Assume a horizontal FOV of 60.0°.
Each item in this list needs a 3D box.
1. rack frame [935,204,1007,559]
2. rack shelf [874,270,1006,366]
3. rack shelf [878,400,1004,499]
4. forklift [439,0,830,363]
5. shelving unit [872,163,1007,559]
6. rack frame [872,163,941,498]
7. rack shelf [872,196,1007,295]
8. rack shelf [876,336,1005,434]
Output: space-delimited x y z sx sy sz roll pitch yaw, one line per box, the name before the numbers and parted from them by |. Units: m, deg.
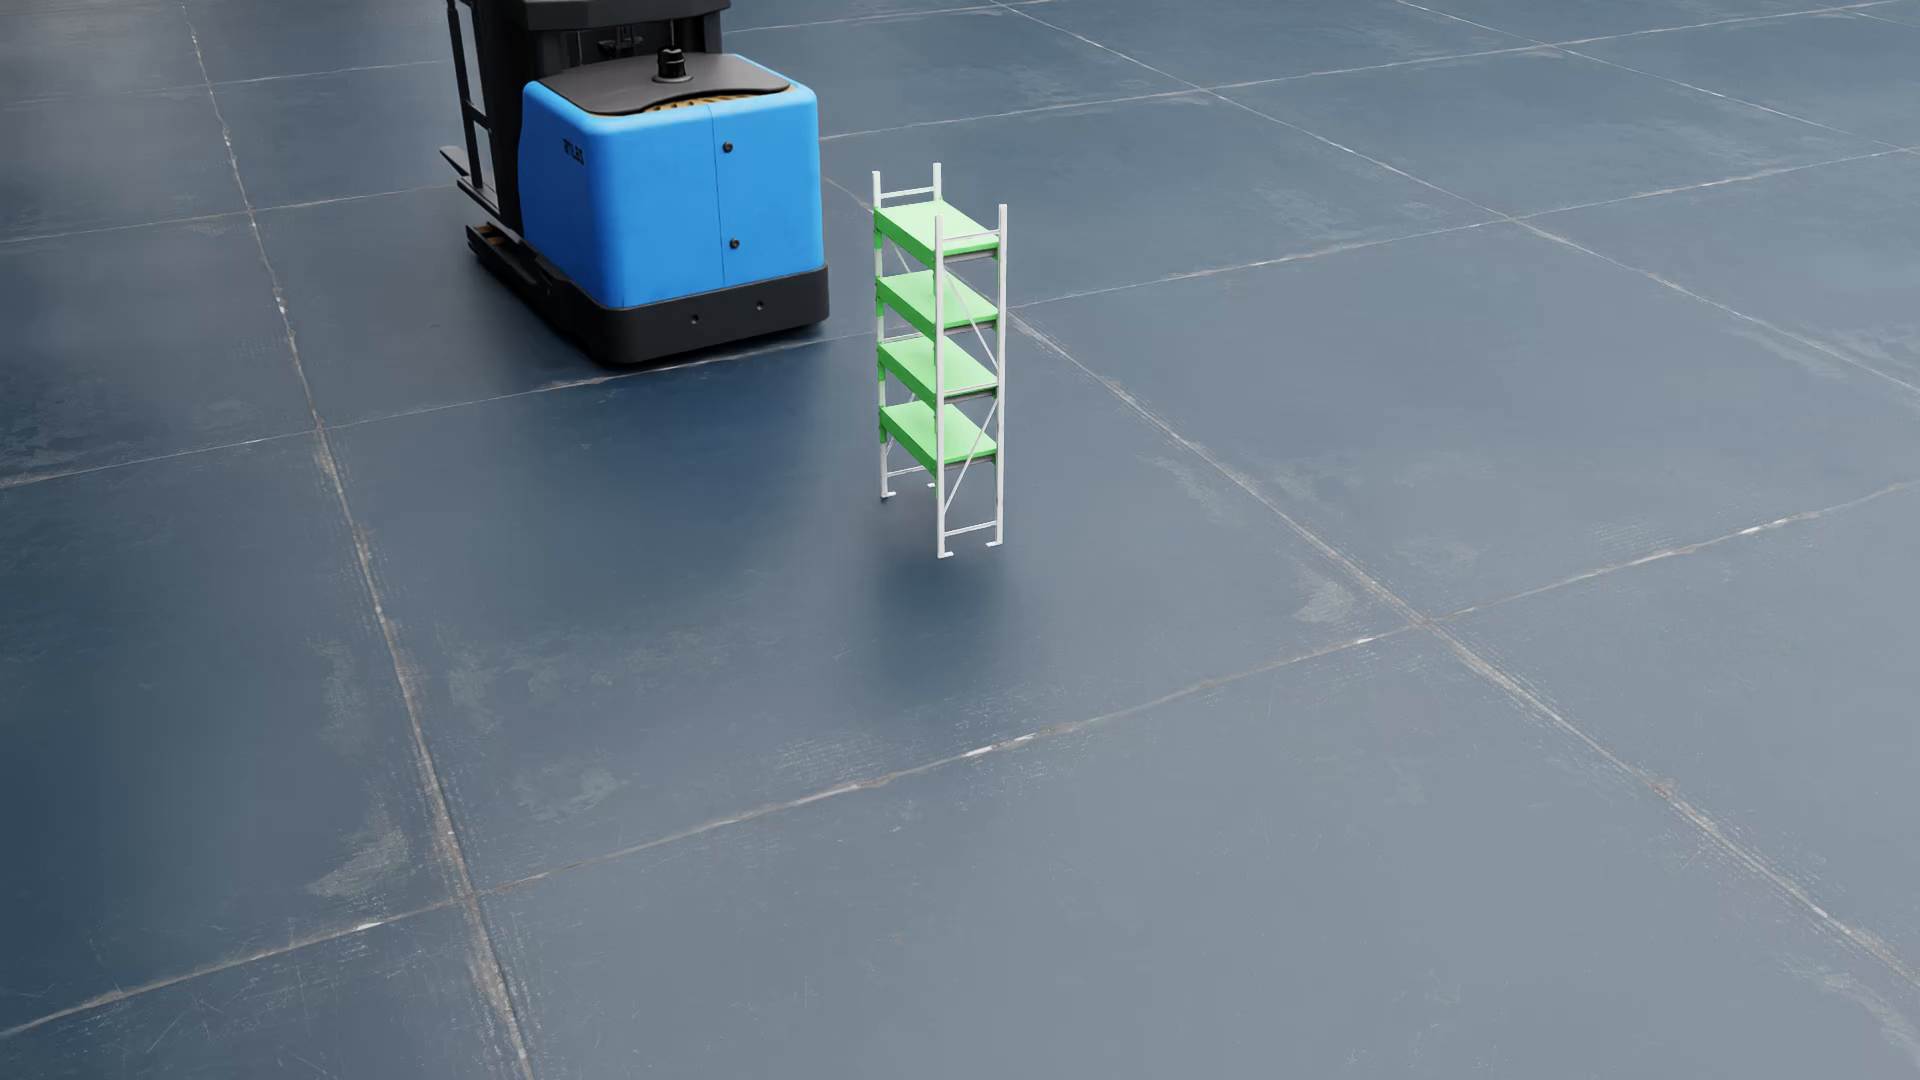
rack frame | 0.034 -0.489 5.395 0.240 1.200 0.015 -13 32 -22
rack shelf | -0.071 -0.750 5.501 0.258 0.148 0.480 -13 32 -22
rack shelf | -0.071 -0.331 5.736 0.258 0.148 0.480 -13 32 -22
forklift | -1.779 -2.694 7.558 1.130 2.935 3.031 -17 33 -27
shelving unit | -0.071 -0.596 5.587 0.258 1.200 0.503 -13 32 -22
rack frame | -0.176 -0.704 5.779 0.240 1.200 0.015 -13 32 -22
rack shelf | -0.071 -0.959 5.383 0.258 0.148 0.480 -13 32 -22
rack shelf | -0.071 -0.541 5.618 0.258 0.148 0.480 -13 32 -22
